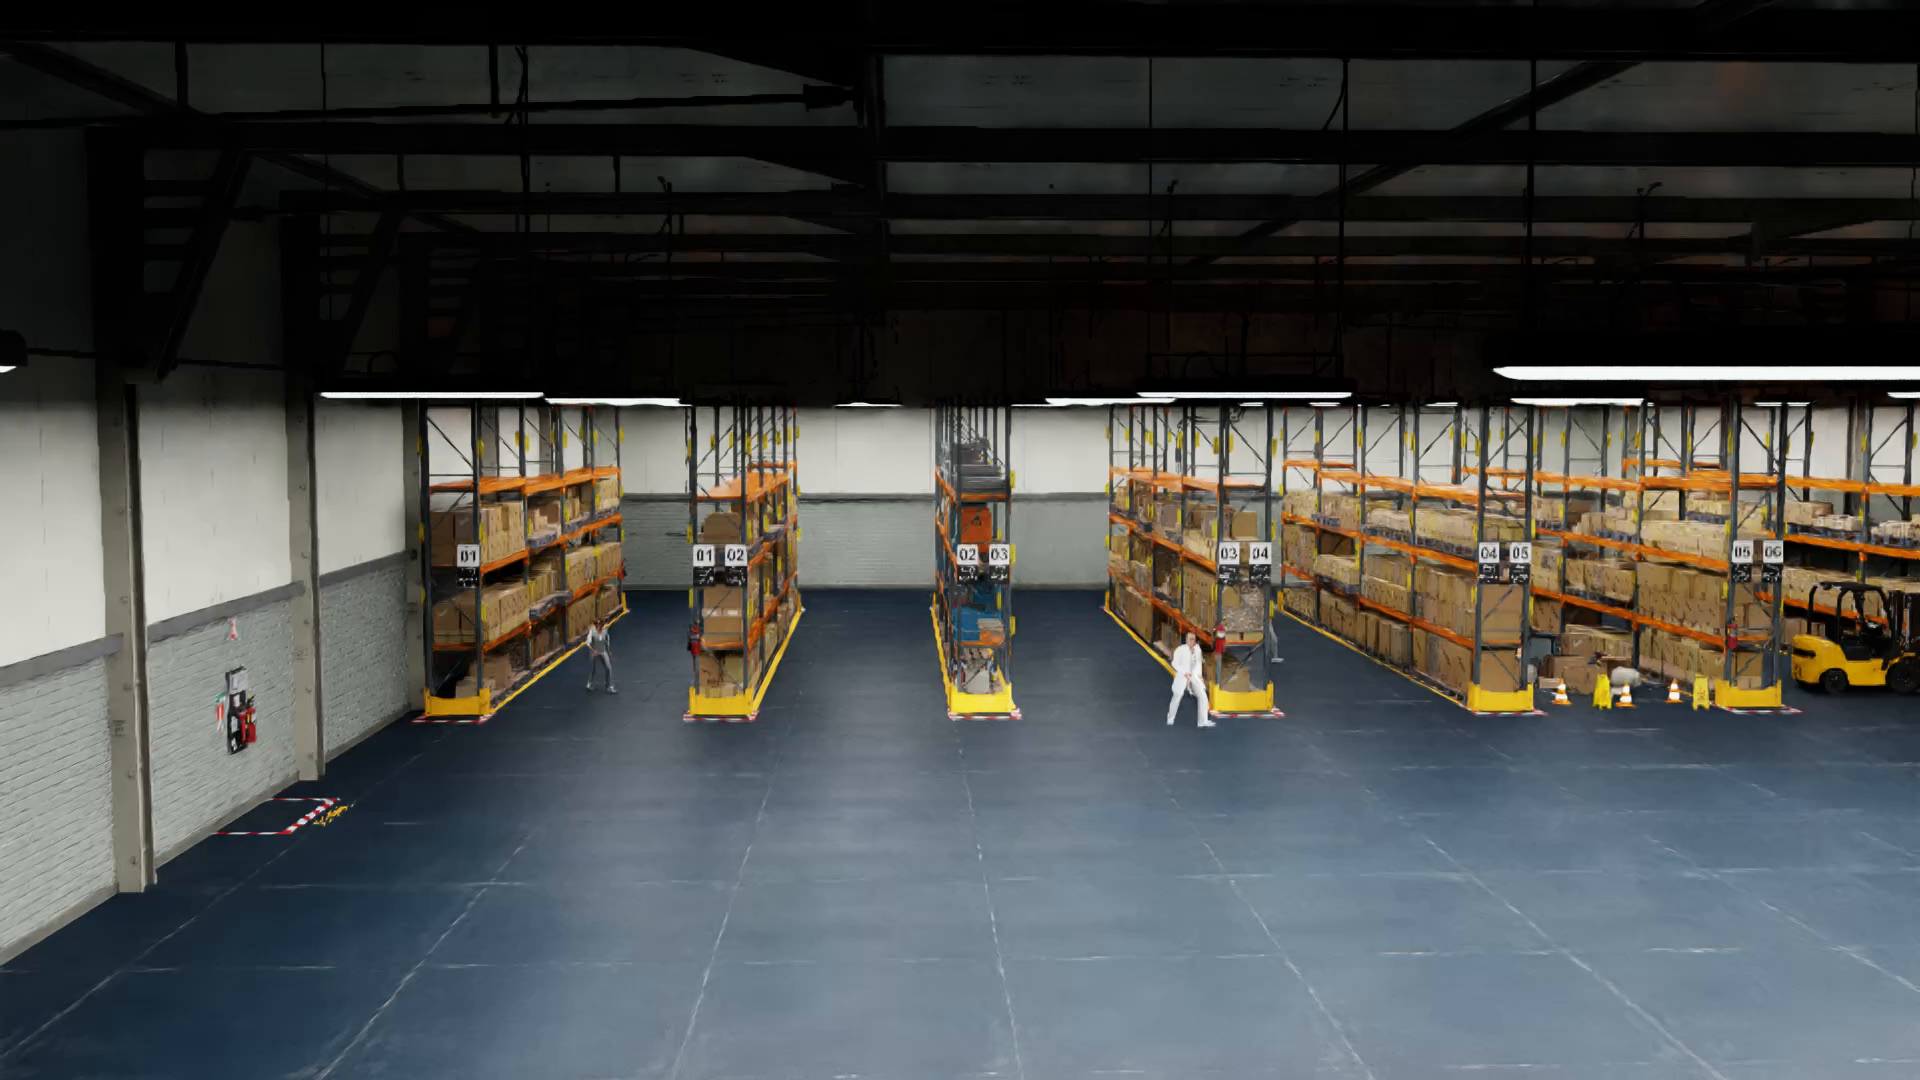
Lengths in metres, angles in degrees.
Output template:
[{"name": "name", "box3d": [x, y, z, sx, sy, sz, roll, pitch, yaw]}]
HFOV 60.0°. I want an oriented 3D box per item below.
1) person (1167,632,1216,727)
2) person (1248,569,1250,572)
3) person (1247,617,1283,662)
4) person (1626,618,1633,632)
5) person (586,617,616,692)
[{"name": "person", "box3d": [4.106, 2.497, 29.985, 0.735, 1.712, 0.905, -2, 5, -18]}, {"name": "person", "box3d": [7.655, 1.436, 43.745, 0.562, 1.663, 0.586, 2, 5, 19]}, {"name": "person", "box3d": [6.872, 1.948, 37.667, 0.609, 1.604, 0.814, -1, 5, -18]}, {"name": "person", "box3d": [16.497, 1.652, 40.980, 0.463, 1.677, 0.524, 2, 5, 29]}, {"name": "person", "box3d": [-7.307, 2.298, 33.680, 0.568, 1.528, 0.780, -2, 5, -21]}]
